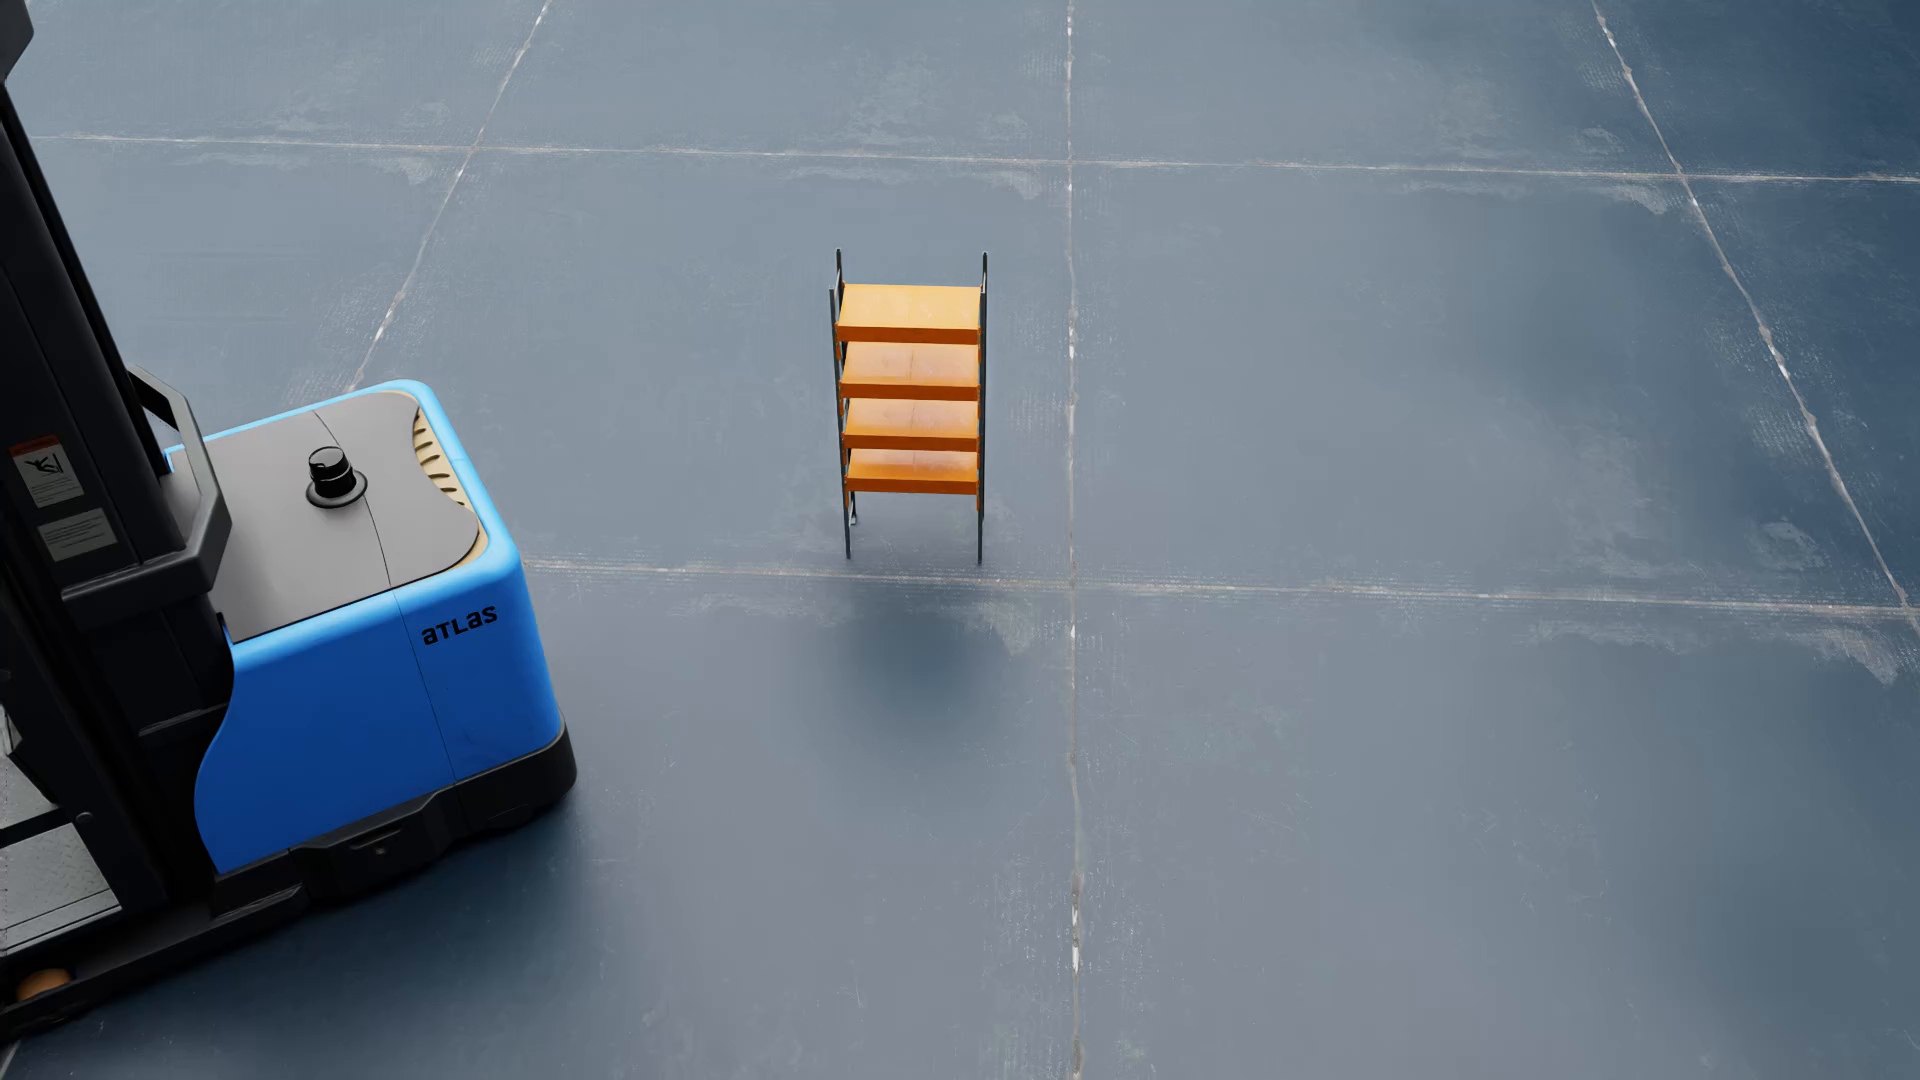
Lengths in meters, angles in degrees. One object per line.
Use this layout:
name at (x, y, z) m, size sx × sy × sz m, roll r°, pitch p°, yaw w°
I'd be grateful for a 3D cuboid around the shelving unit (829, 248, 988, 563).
shelving unit at (-0.165, -0.444, 5.846) m, size 0.503 × 1.200 × 0.258 m, roll 2°, pitch 43°, yaw 2°

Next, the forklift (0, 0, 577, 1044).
forklift at (-2.766, -0.038, 4.140) m, size 3.031 × 2.935 × 1.130 m, roll -21°, pitch 47°, yaw -21°

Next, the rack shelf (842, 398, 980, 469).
rack shelf at (-0.165, -0.395, 5.892) m, size 0.480 × 0.148 × 0.258 m, roll 2°, pitch 43°, yaw 2°

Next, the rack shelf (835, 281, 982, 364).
rack shelf at (-0.165, -0.732, 5.579) m, size 0.480 × 0.148 × 0.258 m, roll 2°, pitch 43°, yaw 2°

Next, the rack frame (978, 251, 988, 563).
rack frame at (0.078, -0.437, 5.838) m, size 0.015 × 1.200 × 0.240 m, roll 2°, pitch 43°, yaw 2°

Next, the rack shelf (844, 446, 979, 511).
rack shelf at (-0.165, -0.250, 6.028) m, size 0.480 × 0.148 × 0.258 m, roll 2°, pitch 43°, yaw 2°

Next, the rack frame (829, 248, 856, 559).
rack frame at (-0.409, -0.452, 5.855) m, size 0.015 × 1.200 × 0.240 m, roll 2°, pitch 43°, yaw 2°

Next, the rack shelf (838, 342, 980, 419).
rack shelf at (-0.165, -0.559, 5.740) m, size 0.480 × 0.148 × 0.258 m, roll 2°, pitch 43°, yaw 2°
